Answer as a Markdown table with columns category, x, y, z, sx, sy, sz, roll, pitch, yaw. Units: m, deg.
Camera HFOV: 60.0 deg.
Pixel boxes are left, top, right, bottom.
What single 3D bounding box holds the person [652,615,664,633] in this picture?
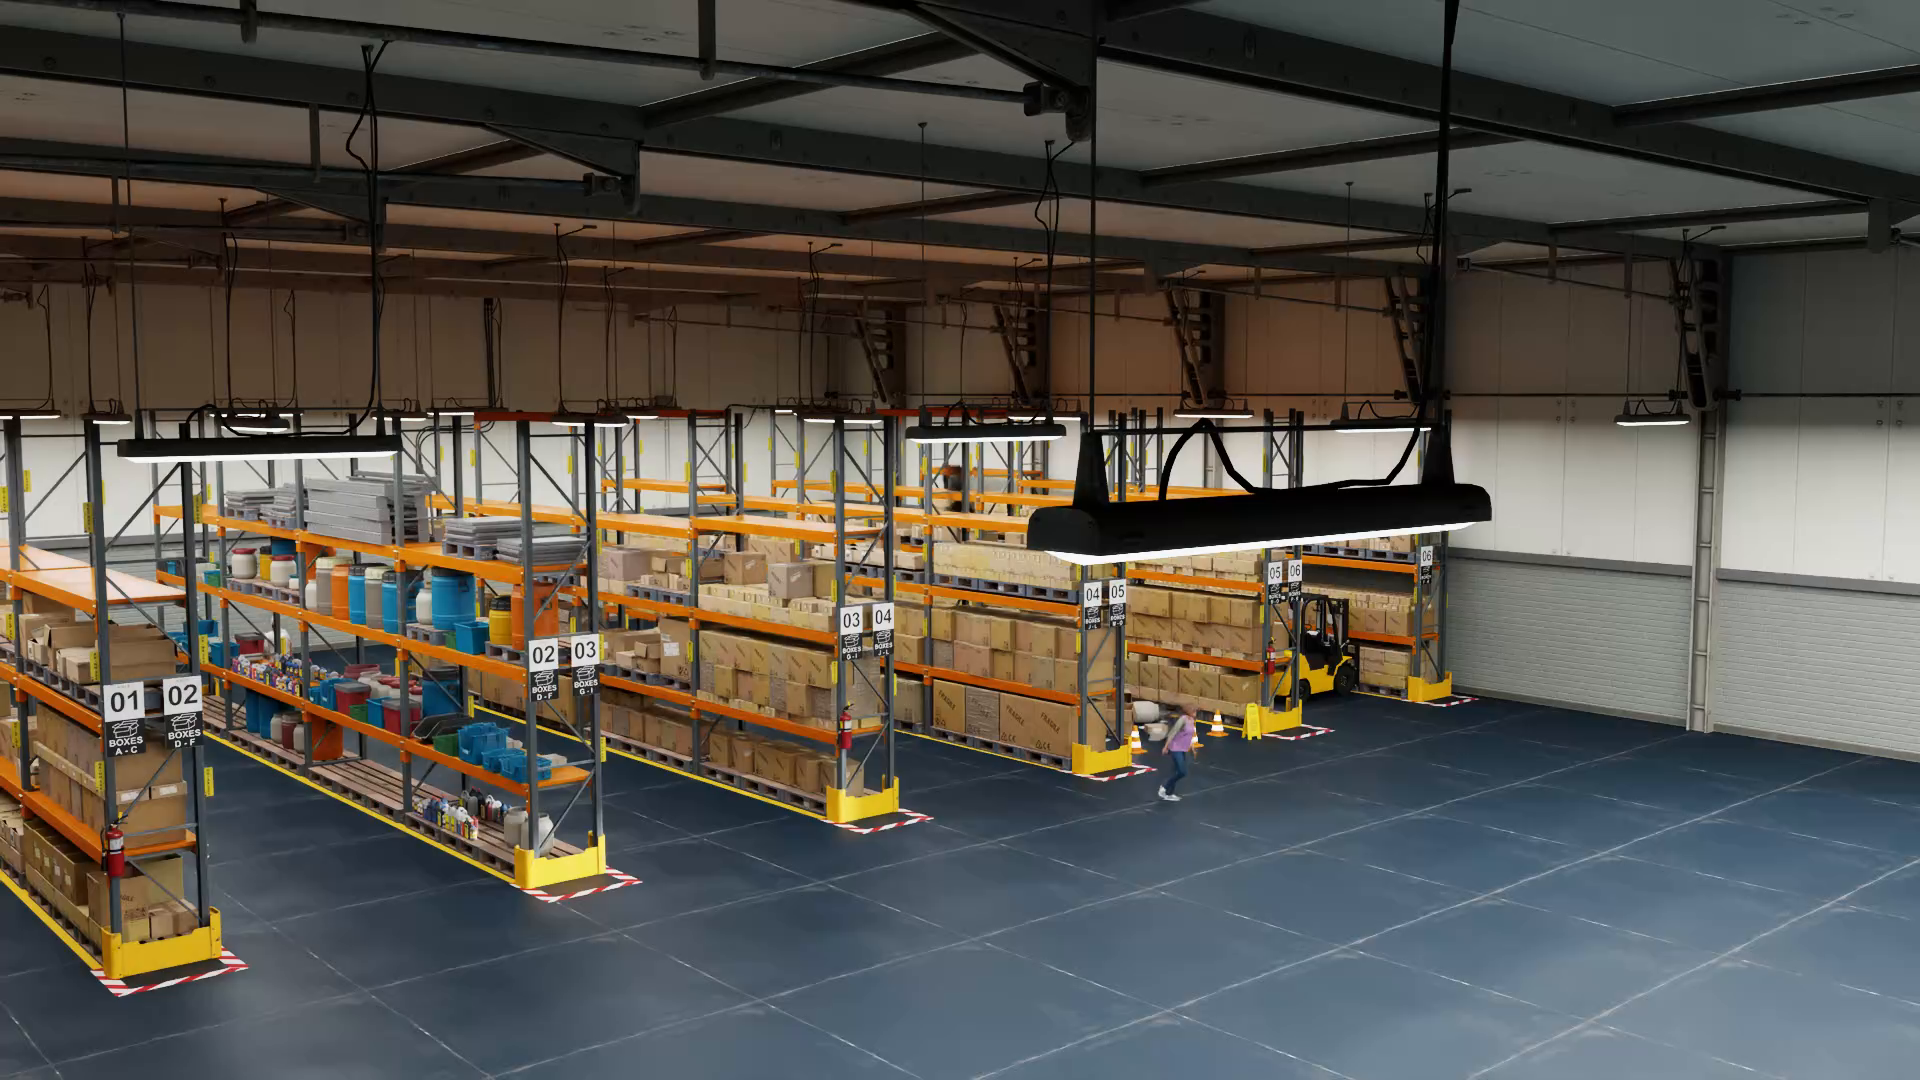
| category | x | y | z | sx | sy | sz | roll | pitch | yaw |
| --- | --- | --- | --- | --- | --- | --- | --- | --- | --- |
| person | -6.474 | 2.409 | 35.636 | 0.616 | 1.625 | 0.595 | 4 | 6 | 36 |

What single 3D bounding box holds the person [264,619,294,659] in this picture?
| category | x | y | z | sx | sy | sz | roll | pitch | yaw |
| --- | --- | --- | --- | --- | --- | --- | --- | --- | --- |
| person | -14.186 | 2.451 | 34.532 | 0.651 | 1.715 | 0.739 | 3 | 6 | 30 |

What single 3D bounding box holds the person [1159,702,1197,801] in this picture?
| category | x | y | z | sx | sy | sz | roll | pitch | yaw |
| --- | --- | --- | --- | --- | --- | --- | --- | --- | --- |
| person | 3.399 | 3.296 | 25.860 | 0.533 | 1.558 | 0.569 | 3 | 6 | 31 |
